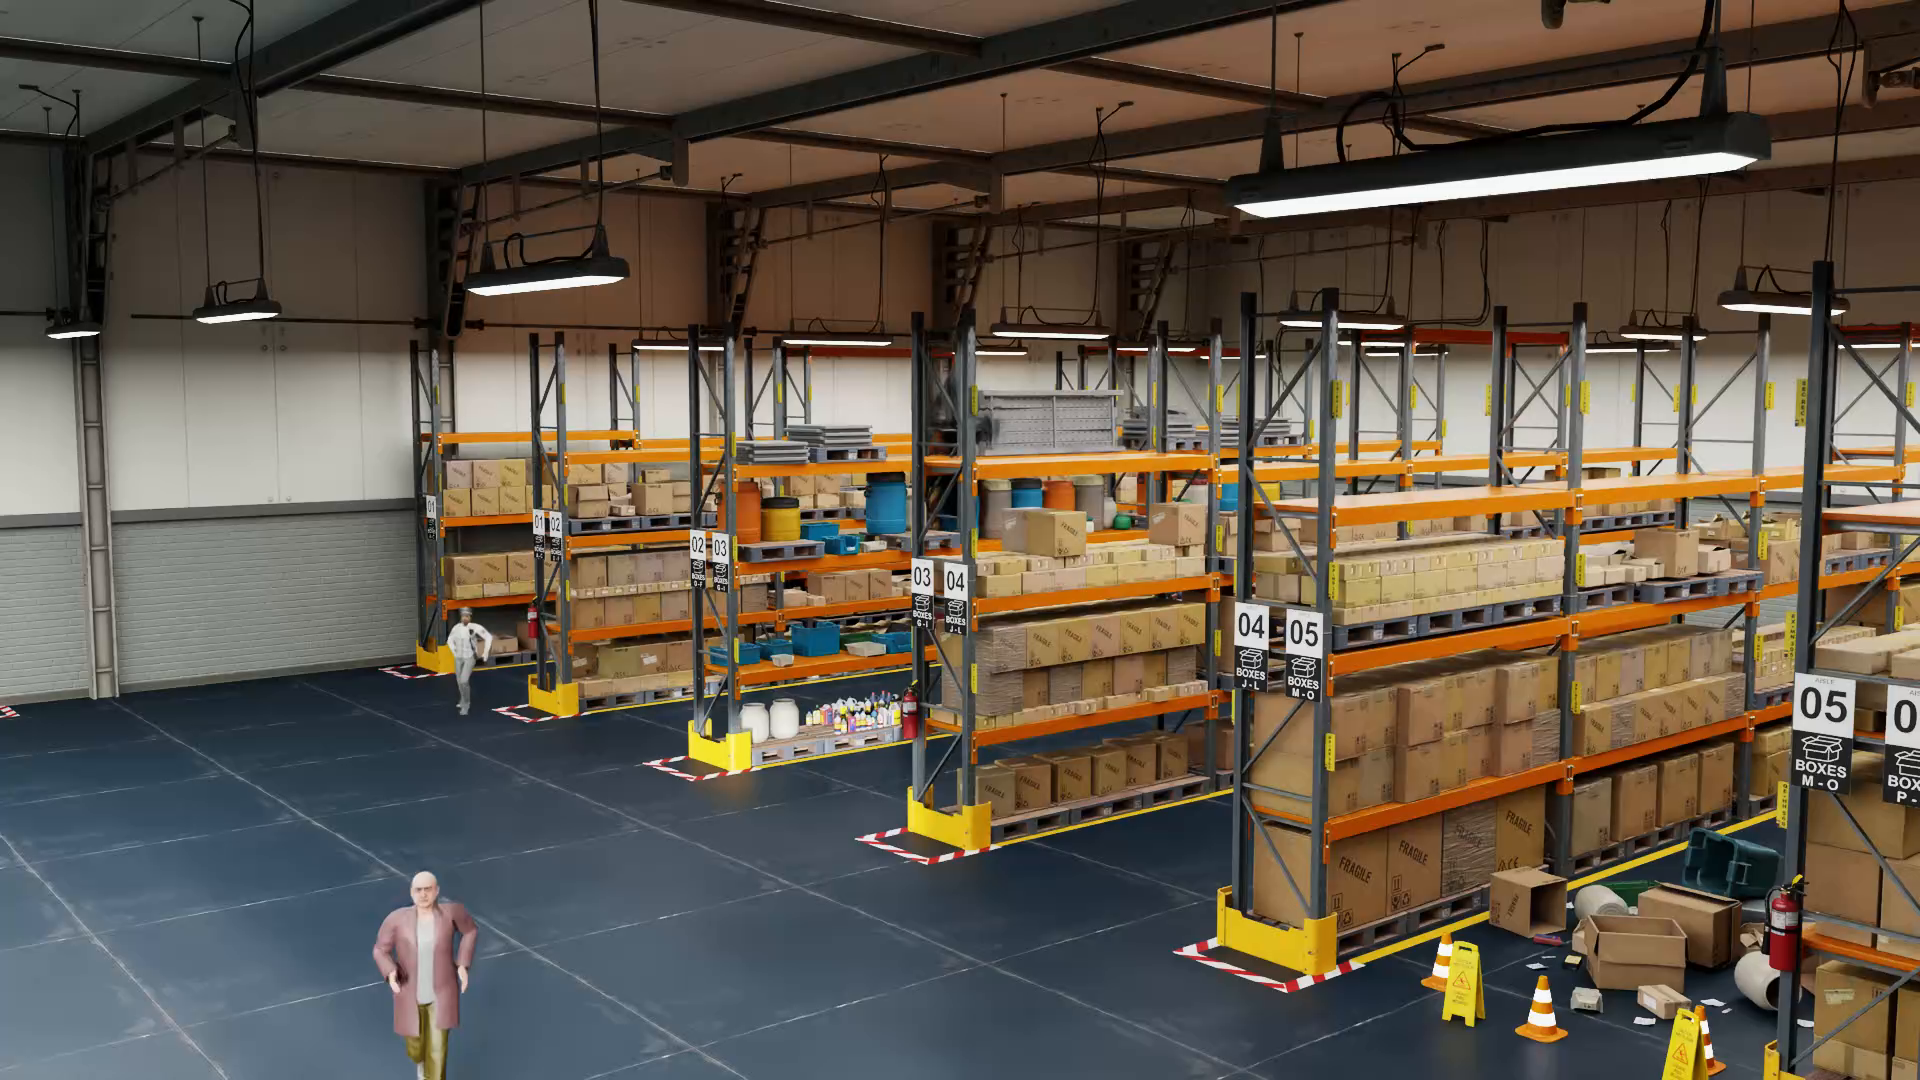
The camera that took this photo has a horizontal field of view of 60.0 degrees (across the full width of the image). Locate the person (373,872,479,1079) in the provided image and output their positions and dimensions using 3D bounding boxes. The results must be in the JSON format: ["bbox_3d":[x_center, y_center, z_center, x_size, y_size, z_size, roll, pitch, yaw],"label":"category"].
[{"bbox_3d":[-3.759,3.201,11.721,0.709,1.767,1.018,-1,5,-14],"label":"person"}]

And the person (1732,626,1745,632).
[{"bbox_3d":[11.361,2.103,24.203,0.824,1.710,0.551,-4,7,-36],"label":"person"}]

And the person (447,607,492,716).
[{"bbox_3d":[-7.780,1.918,26.312,0.658,1.757,0.653,1,5,10],"label":"person"}]
